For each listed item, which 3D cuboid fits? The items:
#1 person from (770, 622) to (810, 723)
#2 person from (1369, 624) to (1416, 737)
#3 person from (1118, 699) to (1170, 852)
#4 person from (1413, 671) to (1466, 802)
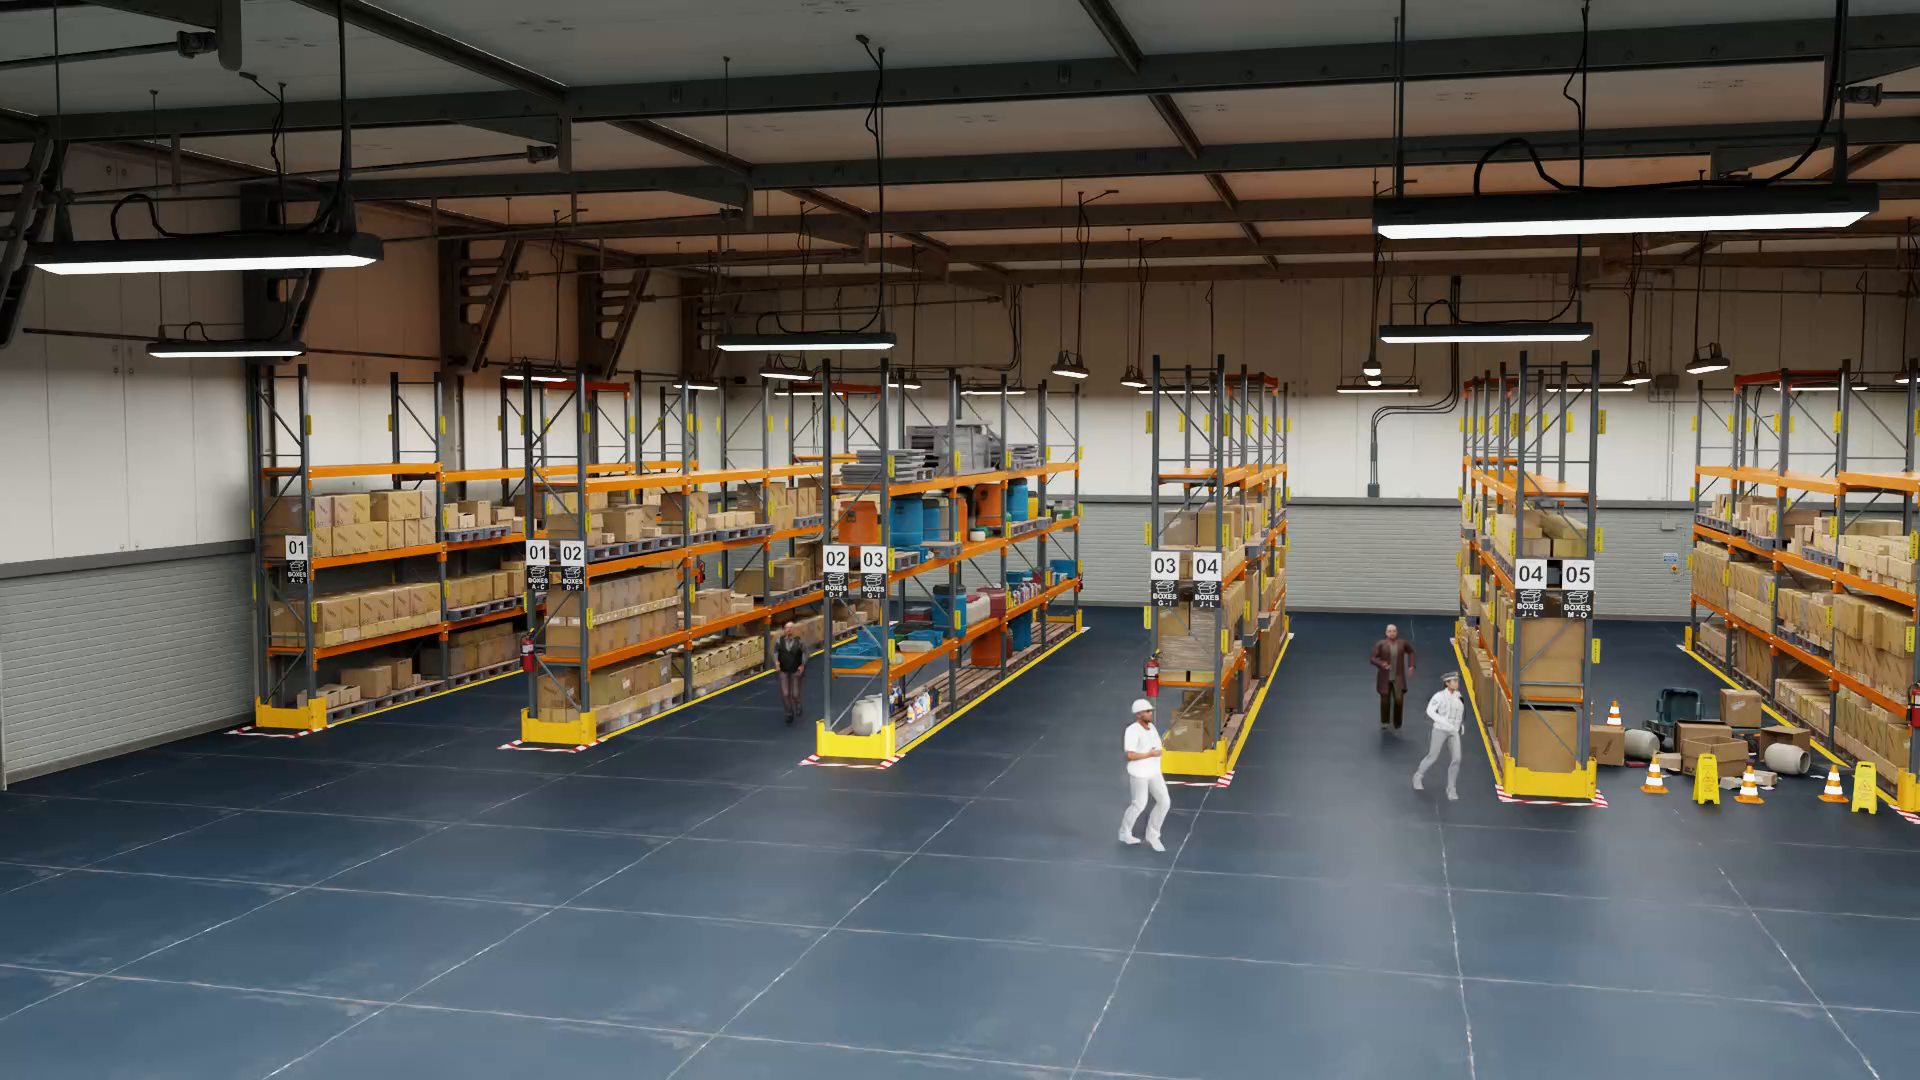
[{"bbox_3d":[-2.877,2.267,28.123,0.670,1.606,0.578,0,4,2],"label":"person"},{"bbox_3d":[6.984,2.408,26.868,0.740,1.615,0.811,1,4,9],"label":"person"},{"bbox_3d":[2.182,2.777,19.560,0.710,1.813,0.676,4,5,44],"label":"person"},{"bbox_3d":[6.595,2.619,22.494,0.677,1.708,0.820,-1,4,-18],"label":"person"}]
